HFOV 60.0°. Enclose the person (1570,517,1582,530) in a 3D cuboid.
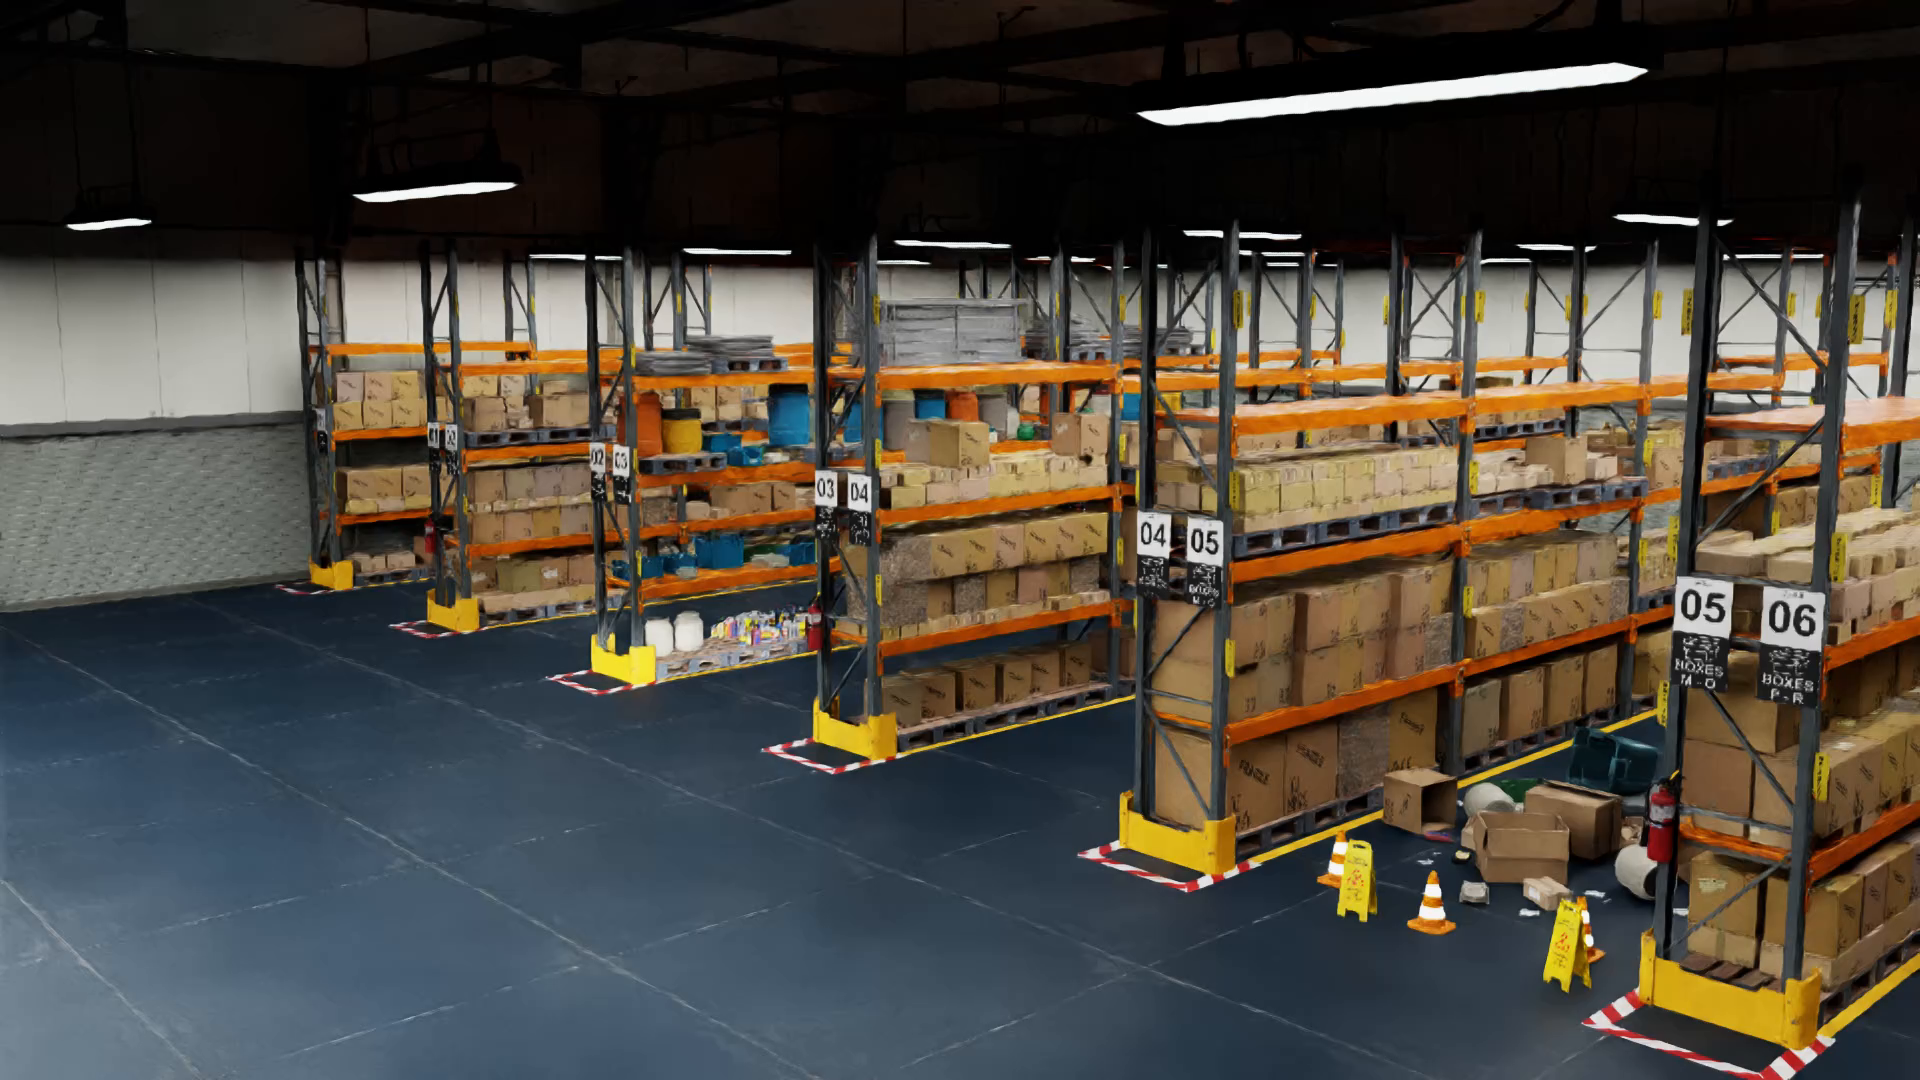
[{"bbox_3d":[10.056,0.367,27.306,1.088,1.589,0.456,-7,11,-40],"label":"person"}]
